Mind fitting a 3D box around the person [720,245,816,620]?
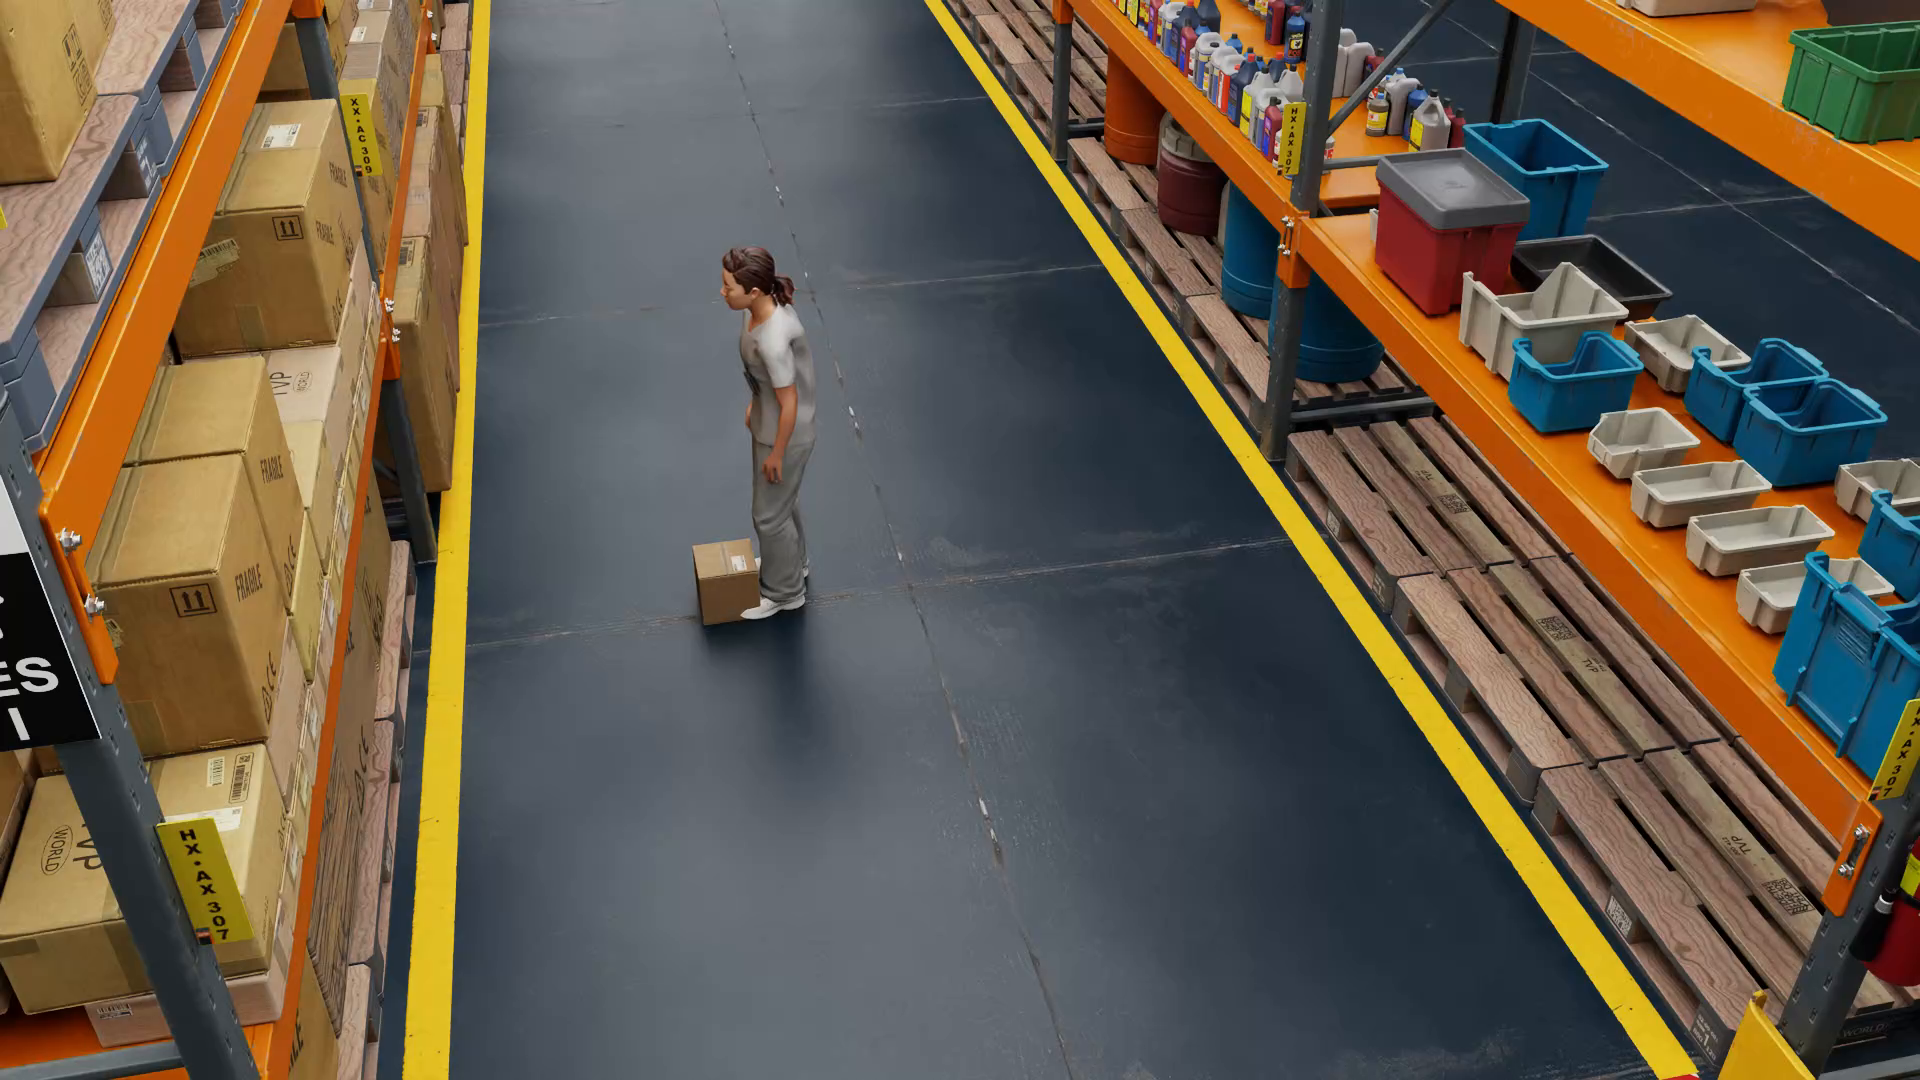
[{"bbox_3d":[-0.788,-0.437,6.781,0.407,1.673,0.509,-9,35,-12],"label":"person"}]
